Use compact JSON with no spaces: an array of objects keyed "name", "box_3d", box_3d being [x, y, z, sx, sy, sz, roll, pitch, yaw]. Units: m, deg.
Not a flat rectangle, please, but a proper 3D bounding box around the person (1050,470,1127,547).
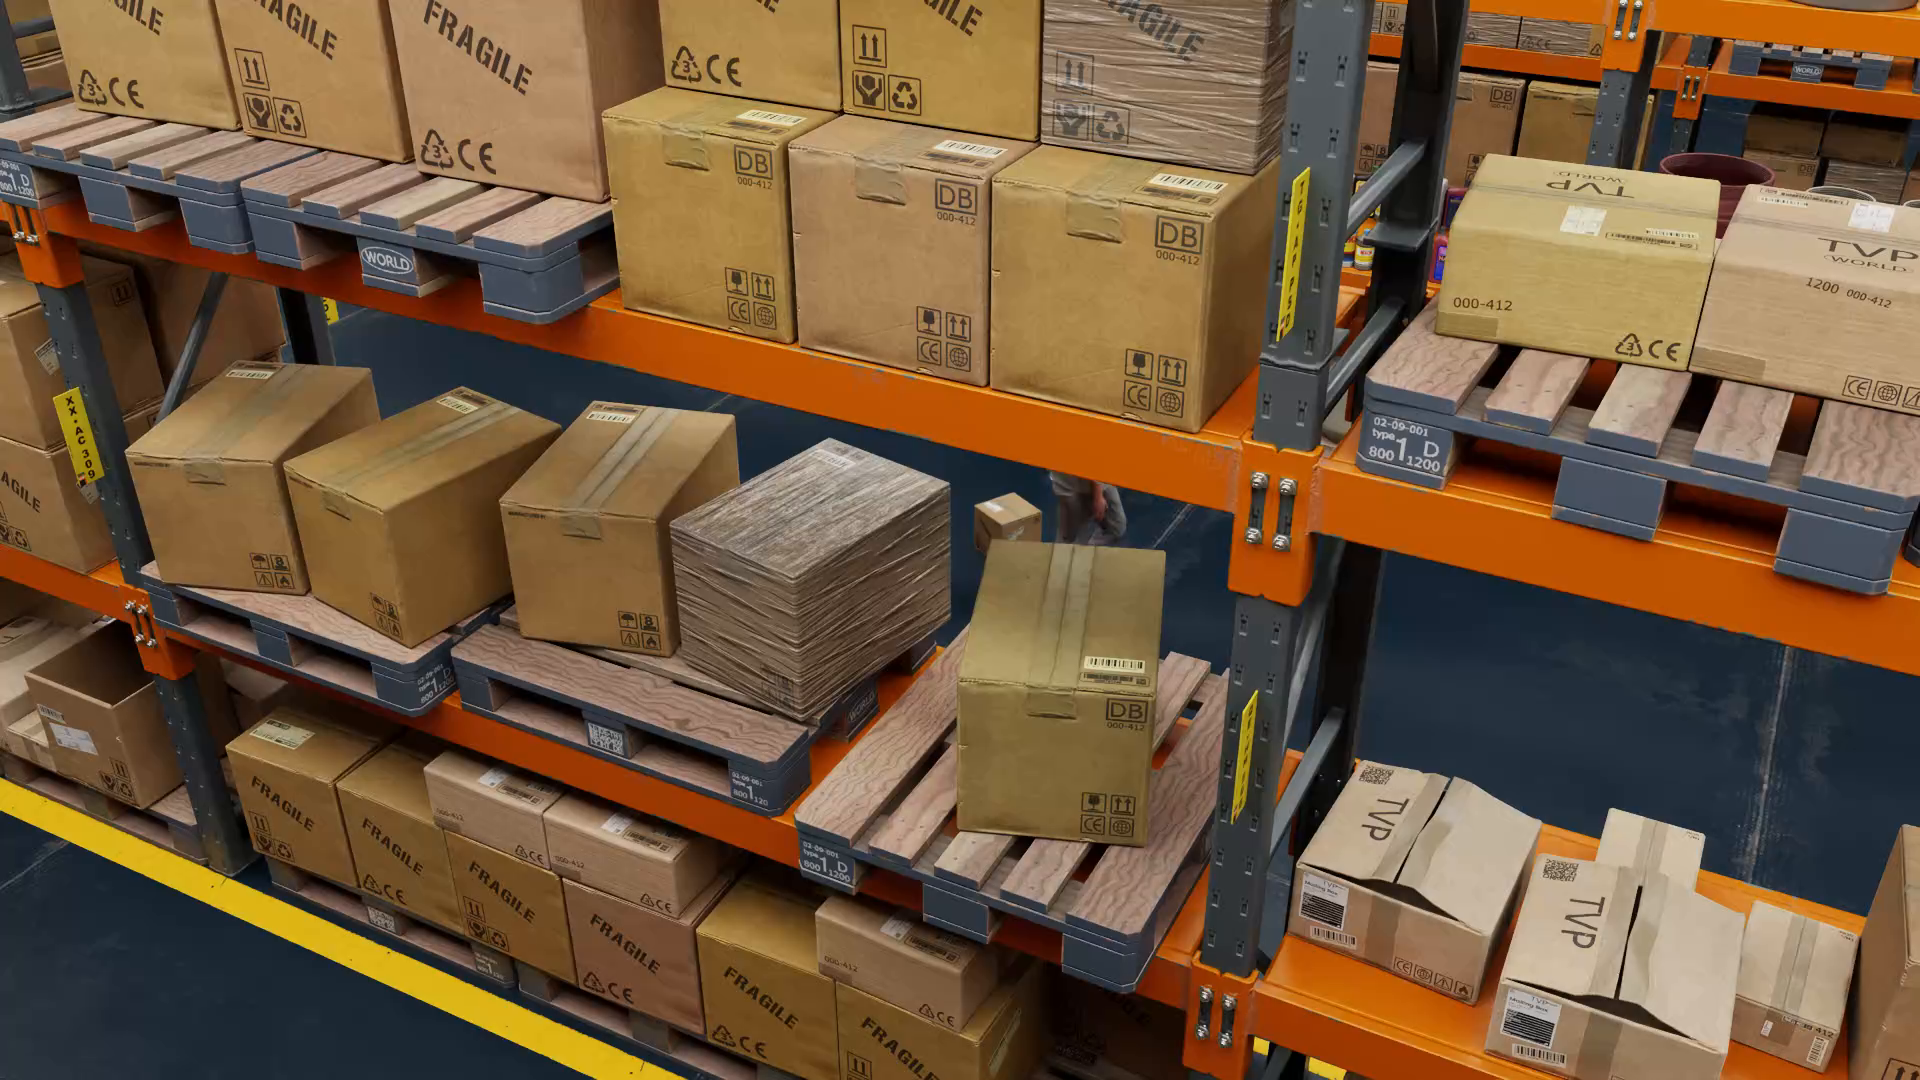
[{"name":"person","box_3d":[0.525,-0.257,7.598,0.492,1.628,0.424,4,31,7]}]
